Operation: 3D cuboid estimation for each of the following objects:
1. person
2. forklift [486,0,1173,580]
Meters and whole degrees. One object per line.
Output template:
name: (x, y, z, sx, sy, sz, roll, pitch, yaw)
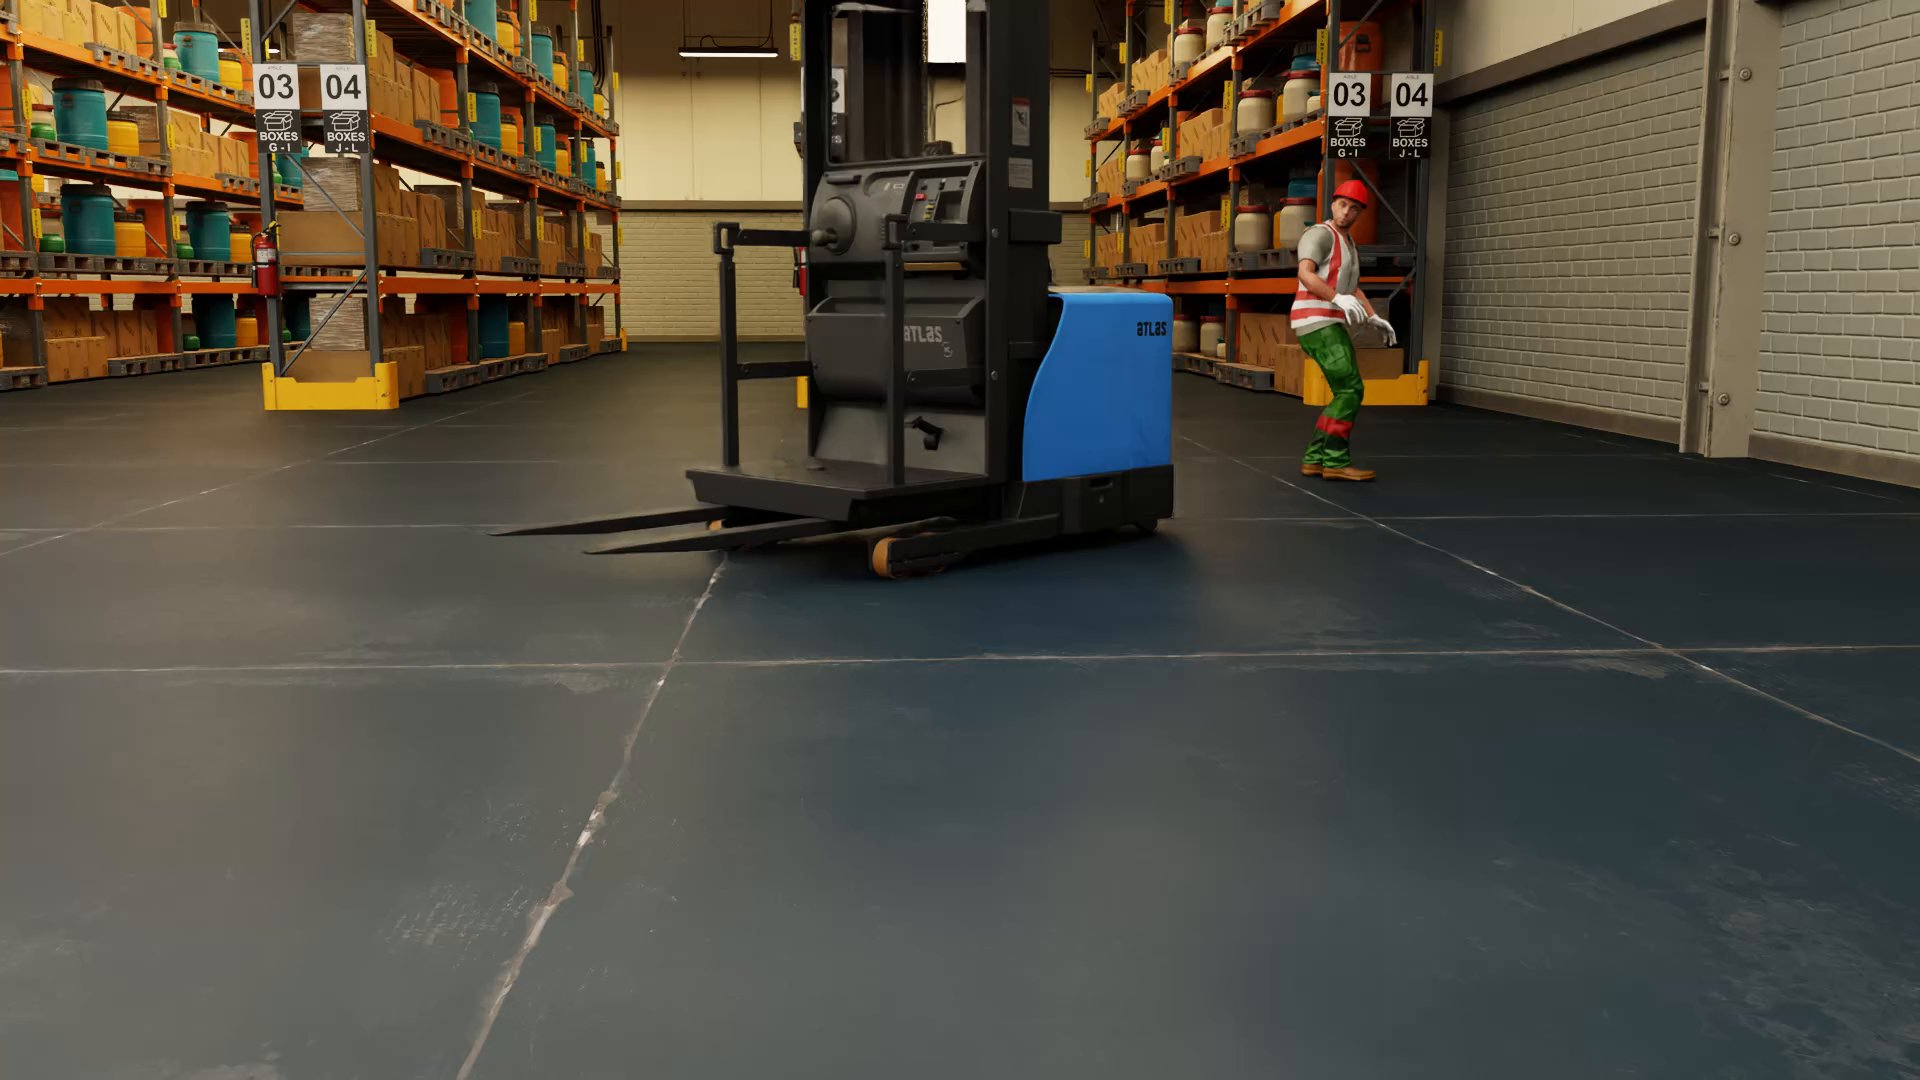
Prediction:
person: (2.211, -1.211, 9.661, 0.520, 1.728, 0.763, 4, 9, 27)
forklift: (-0.417, -1.382, 6.638, 1.130, 2.935, 3.031, 8, 12, 43)
